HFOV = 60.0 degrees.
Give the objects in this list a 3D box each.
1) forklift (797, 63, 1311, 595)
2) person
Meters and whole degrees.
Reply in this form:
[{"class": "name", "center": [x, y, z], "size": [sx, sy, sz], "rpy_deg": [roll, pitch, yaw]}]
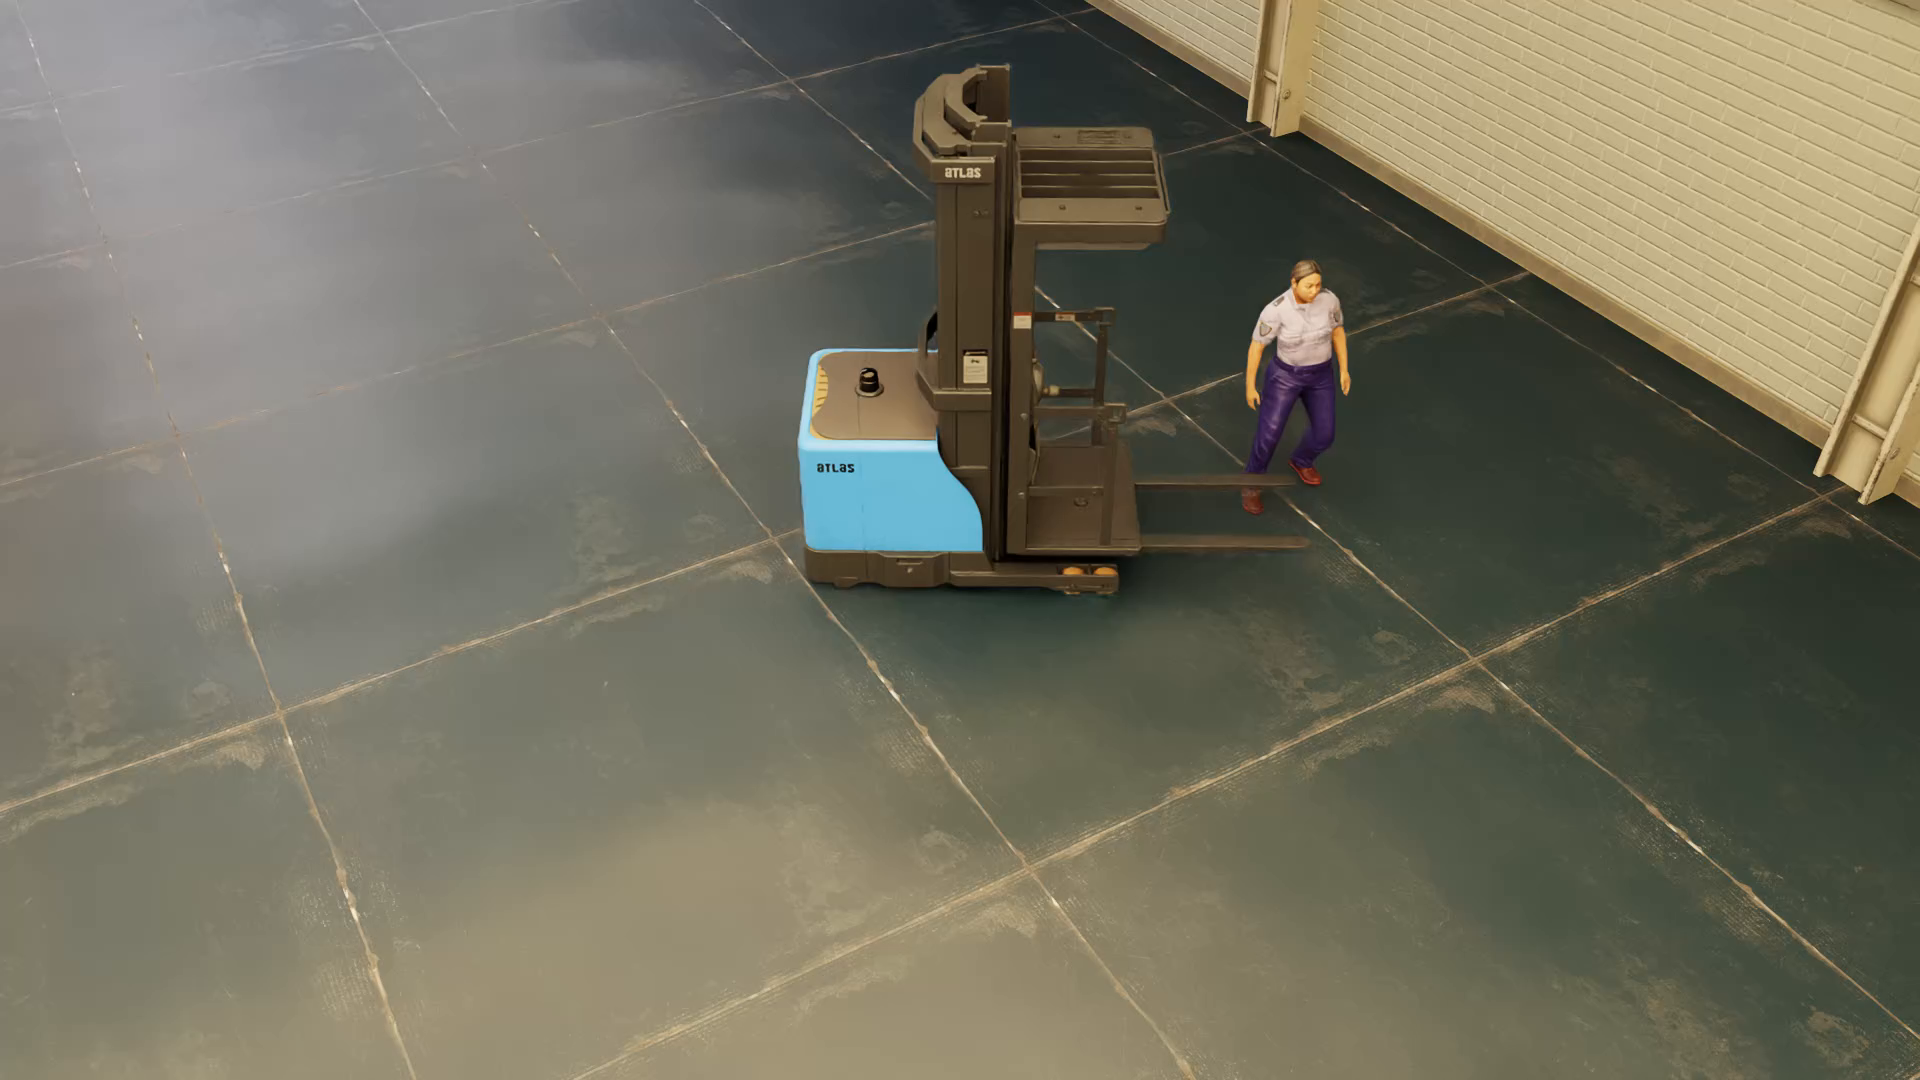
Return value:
[{"class": "forklift", "center": [0.588, -1.145, 9.417], "size": [3.031, 2.935, 1.130], "rpy_deg": [0, 40, 0]}, {"class": "person", "center": [2.084, -0.956, 10.232], "size": [0.663, 1.599, 0.529], "rpy_deg": [-6, 40, -8]}]
